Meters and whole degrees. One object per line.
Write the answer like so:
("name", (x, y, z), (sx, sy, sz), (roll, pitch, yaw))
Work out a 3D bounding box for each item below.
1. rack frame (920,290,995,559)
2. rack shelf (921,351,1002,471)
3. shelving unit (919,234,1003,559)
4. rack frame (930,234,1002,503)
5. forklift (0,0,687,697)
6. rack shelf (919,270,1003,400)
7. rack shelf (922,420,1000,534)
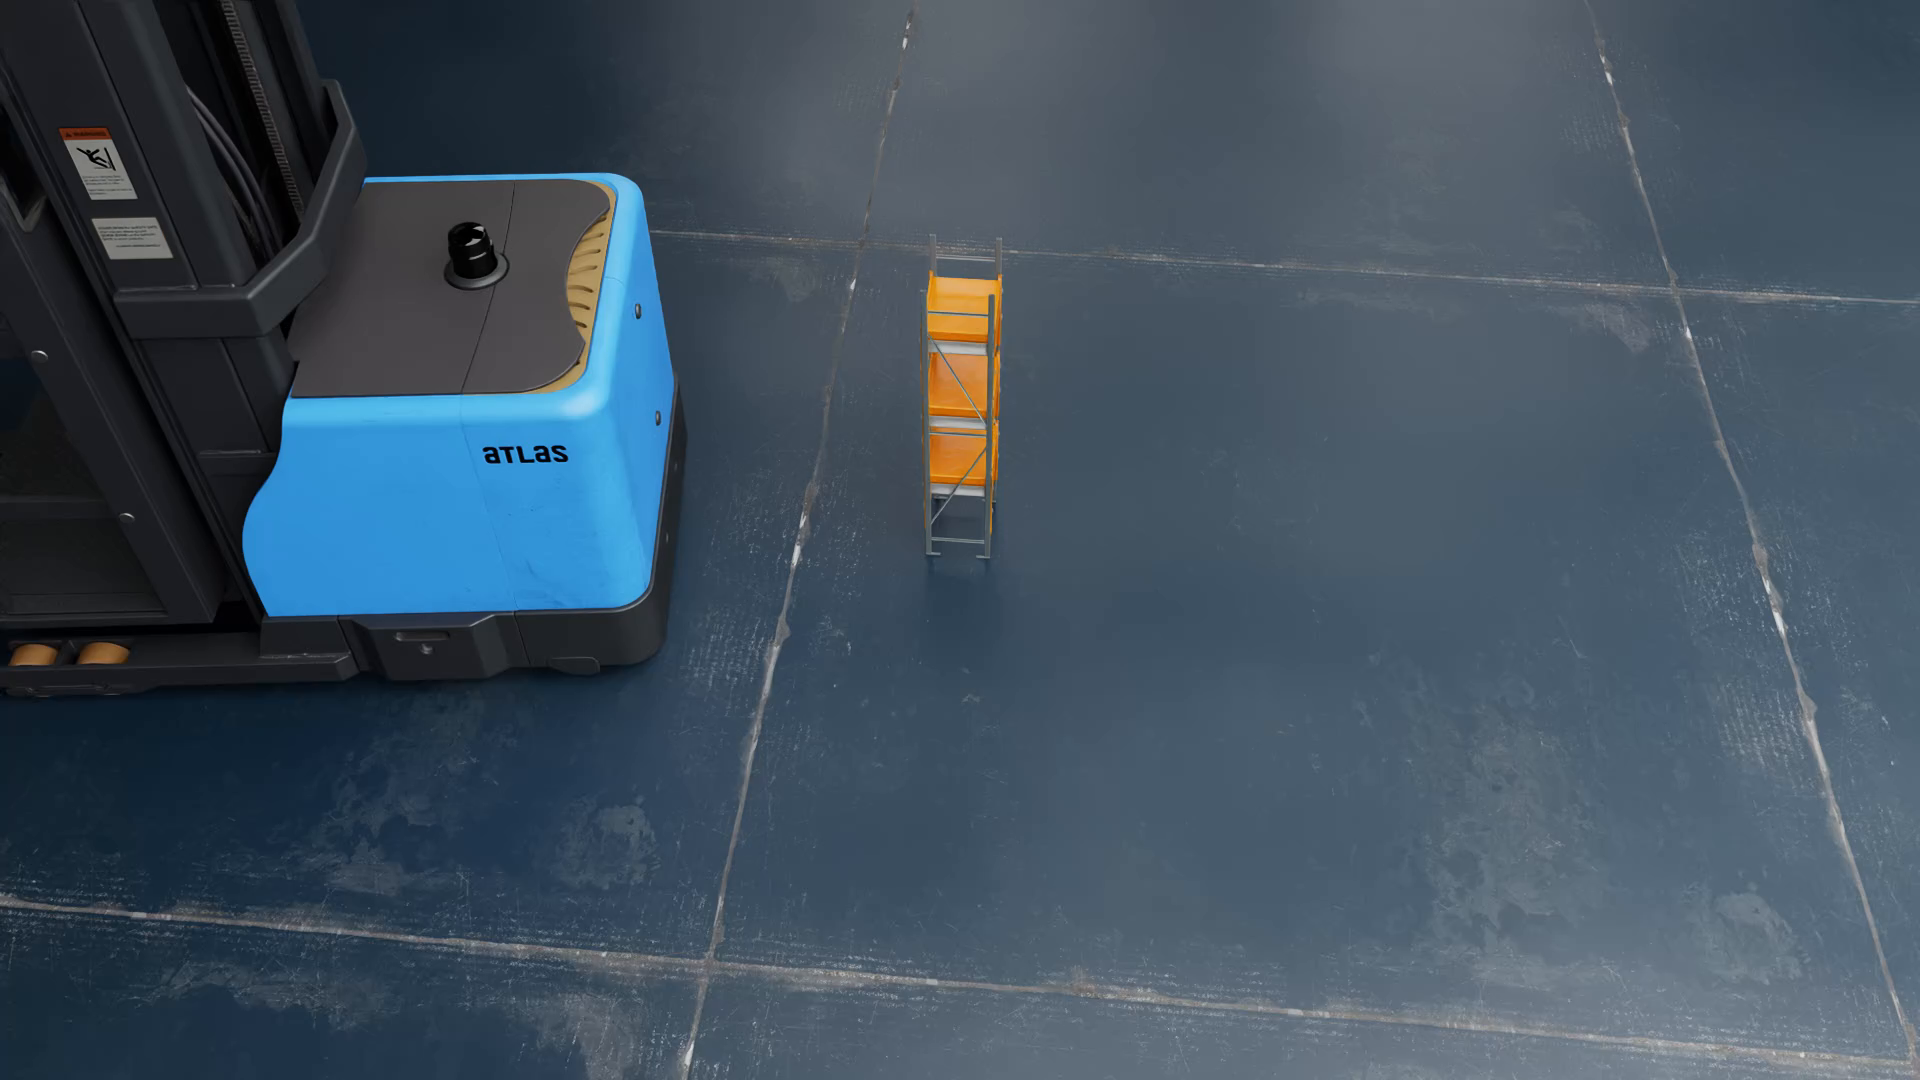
("rack frame", (-0.006, -0.304, 4.817), (0.200, 1.050, 0.008), (4, 48, 4))
("rack shelf", (0.005, -0.386, 4.906), (0.215, 0.259, 0.240), (4, 48, 4))
("shelving unit", (0.005, -0.394, 4.899), (0.215, 1.050, 0.252), (4, 48, 4))
("rack frame", (0.016, -0.483, 4.981), (0.200, 1.050, 0.008), (4, 48, 4))
("forklift", (-2.396, -0.932, 4.116), (3.031, 2.935, 1.130), (-1, 48, -1))
("rack shelf", (0.005, -0.578, 4.697), (0.215, 0.259, 0.240), (4, 48, 4))
("rack shelf", (0.005, -0.199, 5.111), (0.215, 0.259, 0.240), (4, 48, 4))
